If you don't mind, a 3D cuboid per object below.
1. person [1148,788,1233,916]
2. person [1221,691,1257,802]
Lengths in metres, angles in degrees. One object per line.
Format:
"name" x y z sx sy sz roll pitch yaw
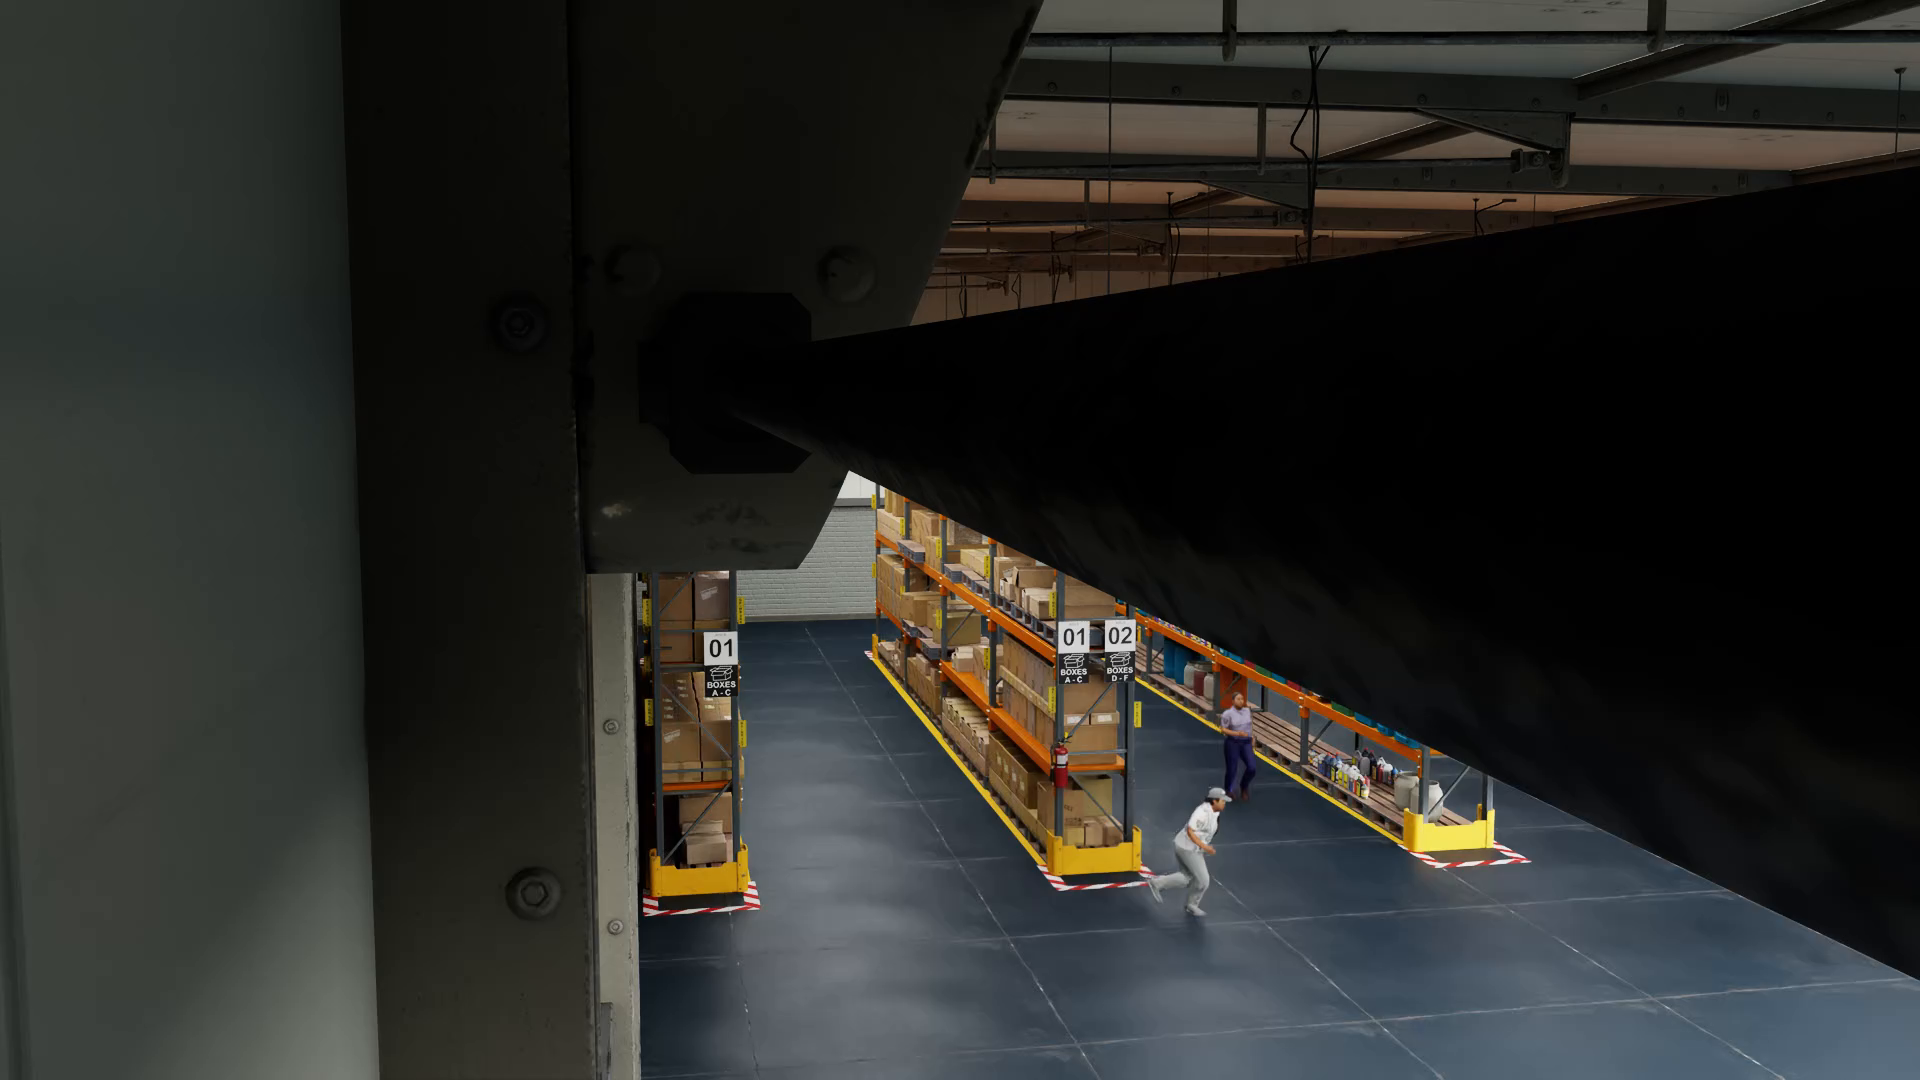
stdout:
"person" 2.674 3.614 19.369 0.985 1.548 0.614 2 6 22
"person" 4.086 3.033 24.292 0.582 1.620 0.643 -2 6 -14
